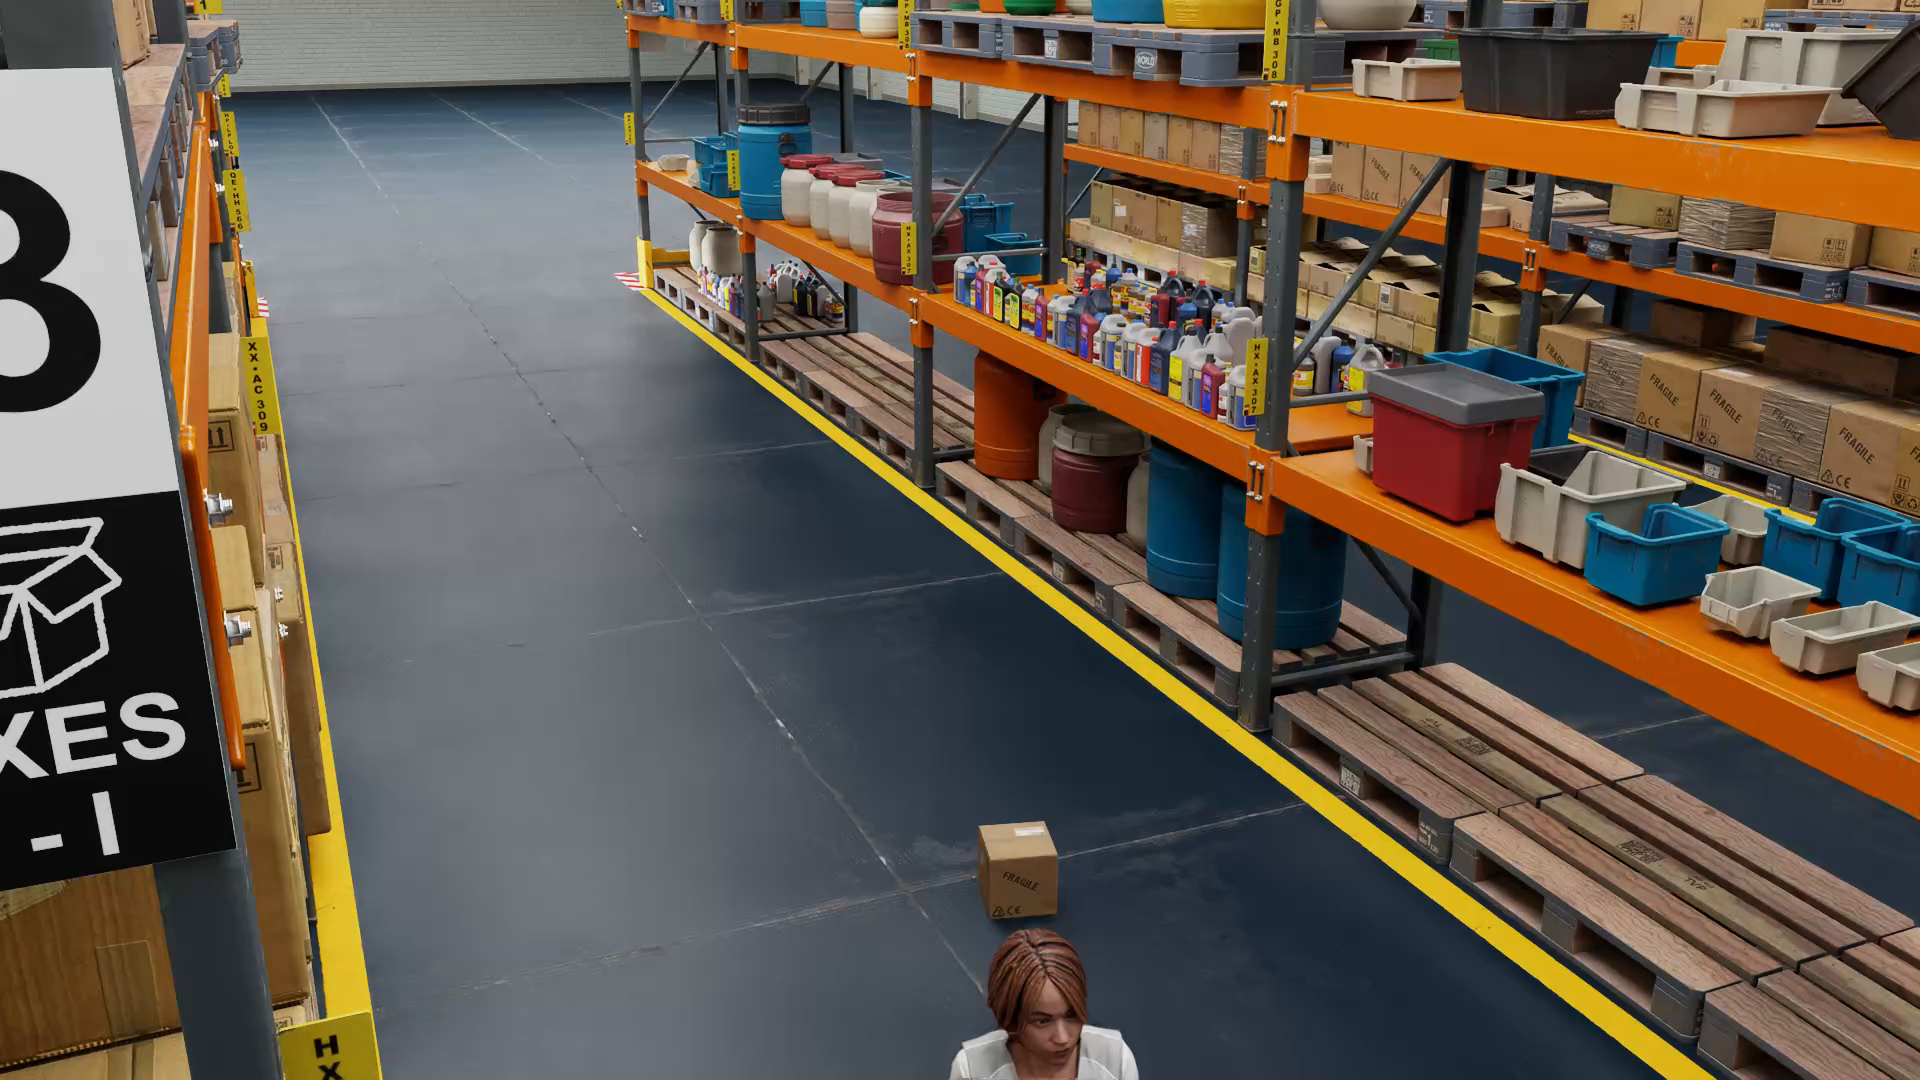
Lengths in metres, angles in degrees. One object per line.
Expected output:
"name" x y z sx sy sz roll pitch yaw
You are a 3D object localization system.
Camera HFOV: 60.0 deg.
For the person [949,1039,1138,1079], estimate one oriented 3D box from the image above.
"person" 0.168 1.215 3.187 0.417 0.543 0.278 -2 19 -5
